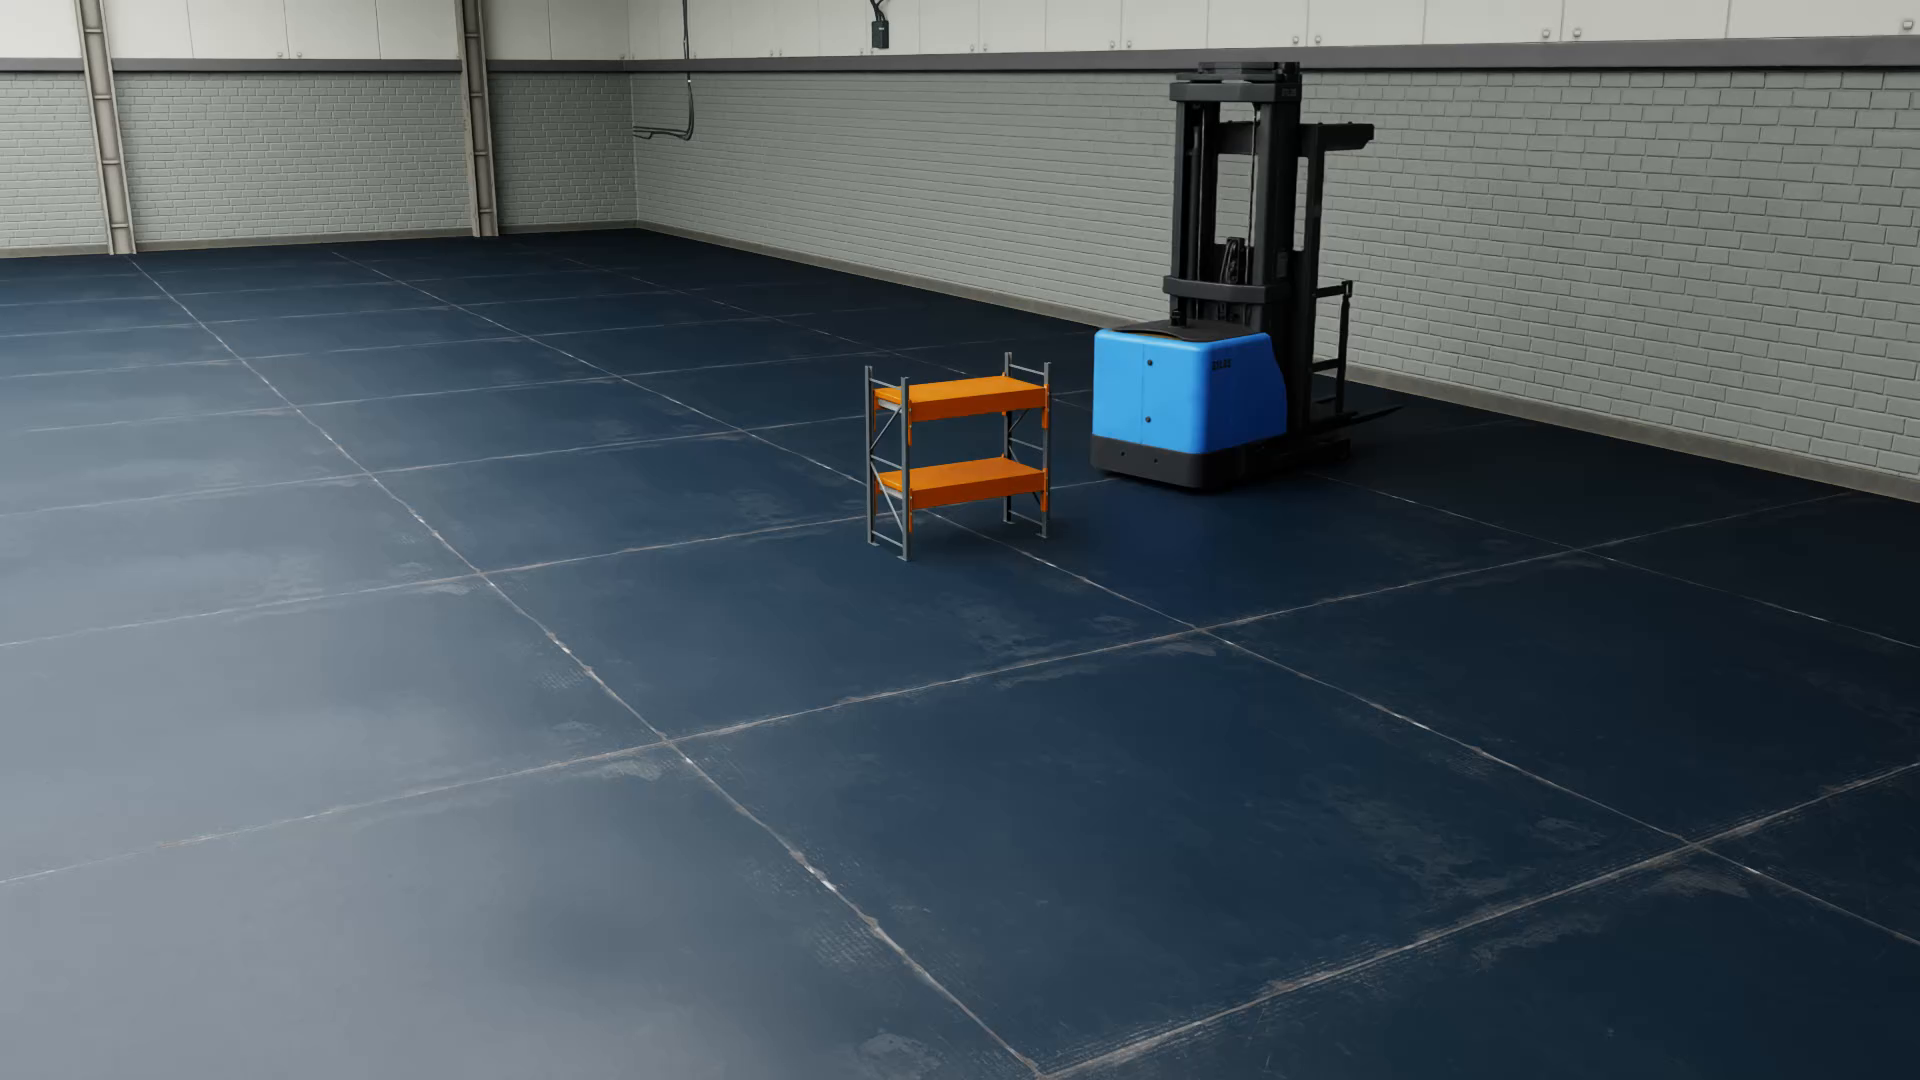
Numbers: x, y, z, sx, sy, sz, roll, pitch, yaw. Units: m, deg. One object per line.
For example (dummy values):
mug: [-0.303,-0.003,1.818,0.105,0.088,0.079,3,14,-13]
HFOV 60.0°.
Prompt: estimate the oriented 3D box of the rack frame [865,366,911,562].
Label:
rack frame: [-0.442,-0.470,10.156,0.032,1.125,0.500,-9,18,-30]

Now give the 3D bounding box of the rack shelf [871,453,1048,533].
rack shelf: [-0.006,-0.305,10.474,1.000,0.278,0.538,-9,18,-30]

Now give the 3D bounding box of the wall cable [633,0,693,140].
wall cable: [-5.473,-8.508,29.996,0.112,2.526,3.097,-9,18,-30]

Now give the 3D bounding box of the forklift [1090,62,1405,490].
forklift: [2.357,-2.081,12.557,3.031,2.935,1.130,-15,22,-43]

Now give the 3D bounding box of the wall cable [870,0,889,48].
wall cable: [-0.597,-9.442,21.274,0.169,6.003,2.305,-9,18,-30]

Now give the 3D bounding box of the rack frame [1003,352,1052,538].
rack frame: [0.430,-0.611,10.661,0.032,1.125,0.500,-9,18,-30]

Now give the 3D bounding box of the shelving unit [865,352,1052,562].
shelving unit: [-0.006,-0.541,10.408,1.048,1.125,0.538,-9,18,-30]

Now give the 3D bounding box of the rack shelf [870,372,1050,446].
rack shelf: [-0.006,-0.823,10.329,1.000,0.278,0.538,-9,18,-30]

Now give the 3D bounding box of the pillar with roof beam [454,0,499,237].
pillar with roof beam: [-6.462,-8.904,25.654,0.400,9.000,9.100,-9,18,-30]

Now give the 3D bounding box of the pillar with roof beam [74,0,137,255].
pillar with roof beam: [-11.605,-8.070,22.679,0.400,9.000,9.100,-9,18,-30]
